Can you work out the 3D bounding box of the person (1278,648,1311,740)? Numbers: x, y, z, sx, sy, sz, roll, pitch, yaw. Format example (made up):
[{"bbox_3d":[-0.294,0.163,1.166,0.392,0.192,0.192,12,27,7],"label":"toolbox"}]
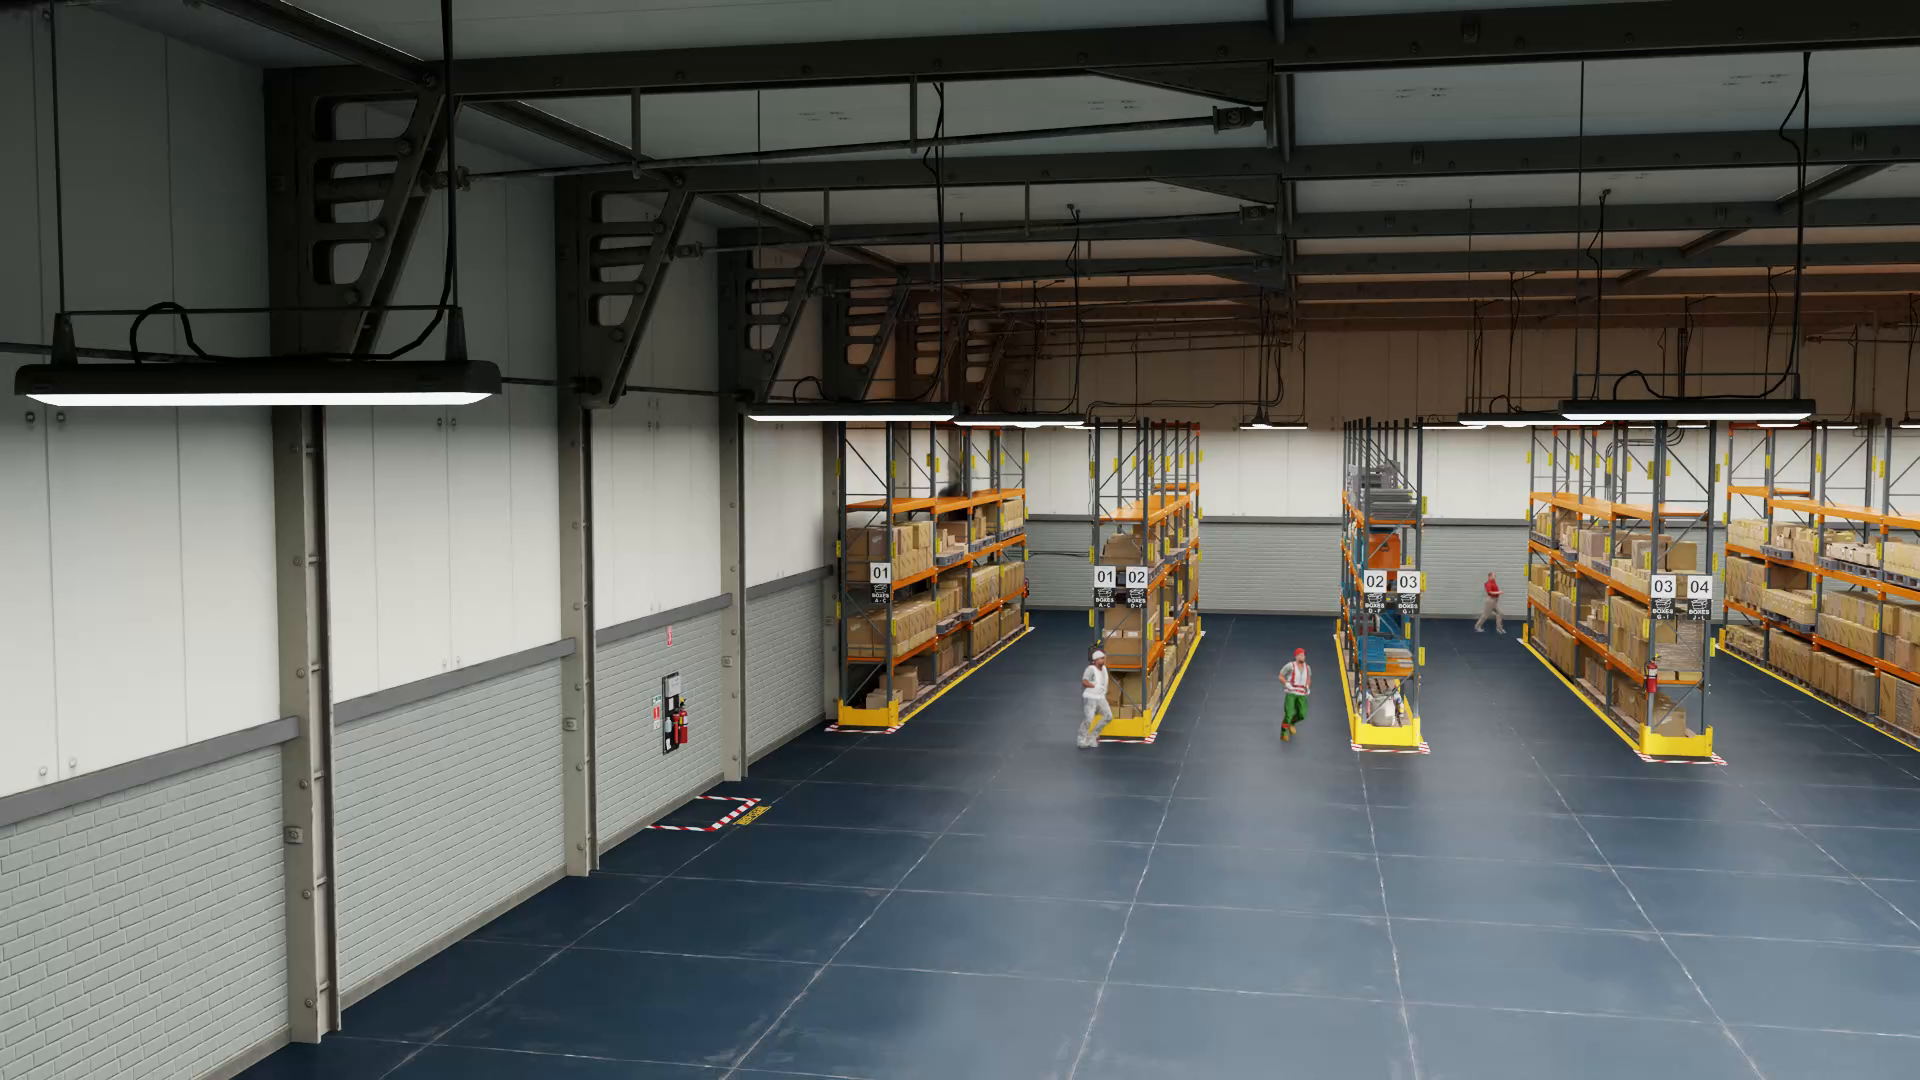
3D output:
[{"bbox_3d":[6.268,2.861,30.970,0.659,1.704,0.569,-1,4,-11],"label":"person"}]

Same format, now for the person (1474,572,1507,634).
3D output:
[{"bbox_3d":[15.089,1.794,47.226,0.864,1.768,0.665,2,4,33],"label":"person"}]

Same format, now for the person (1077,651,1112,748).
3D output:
[{"bbox_3d":[2.508,2.883,30.151,0.635,1.757,0.812,3,5,43],"label":"person"}]
